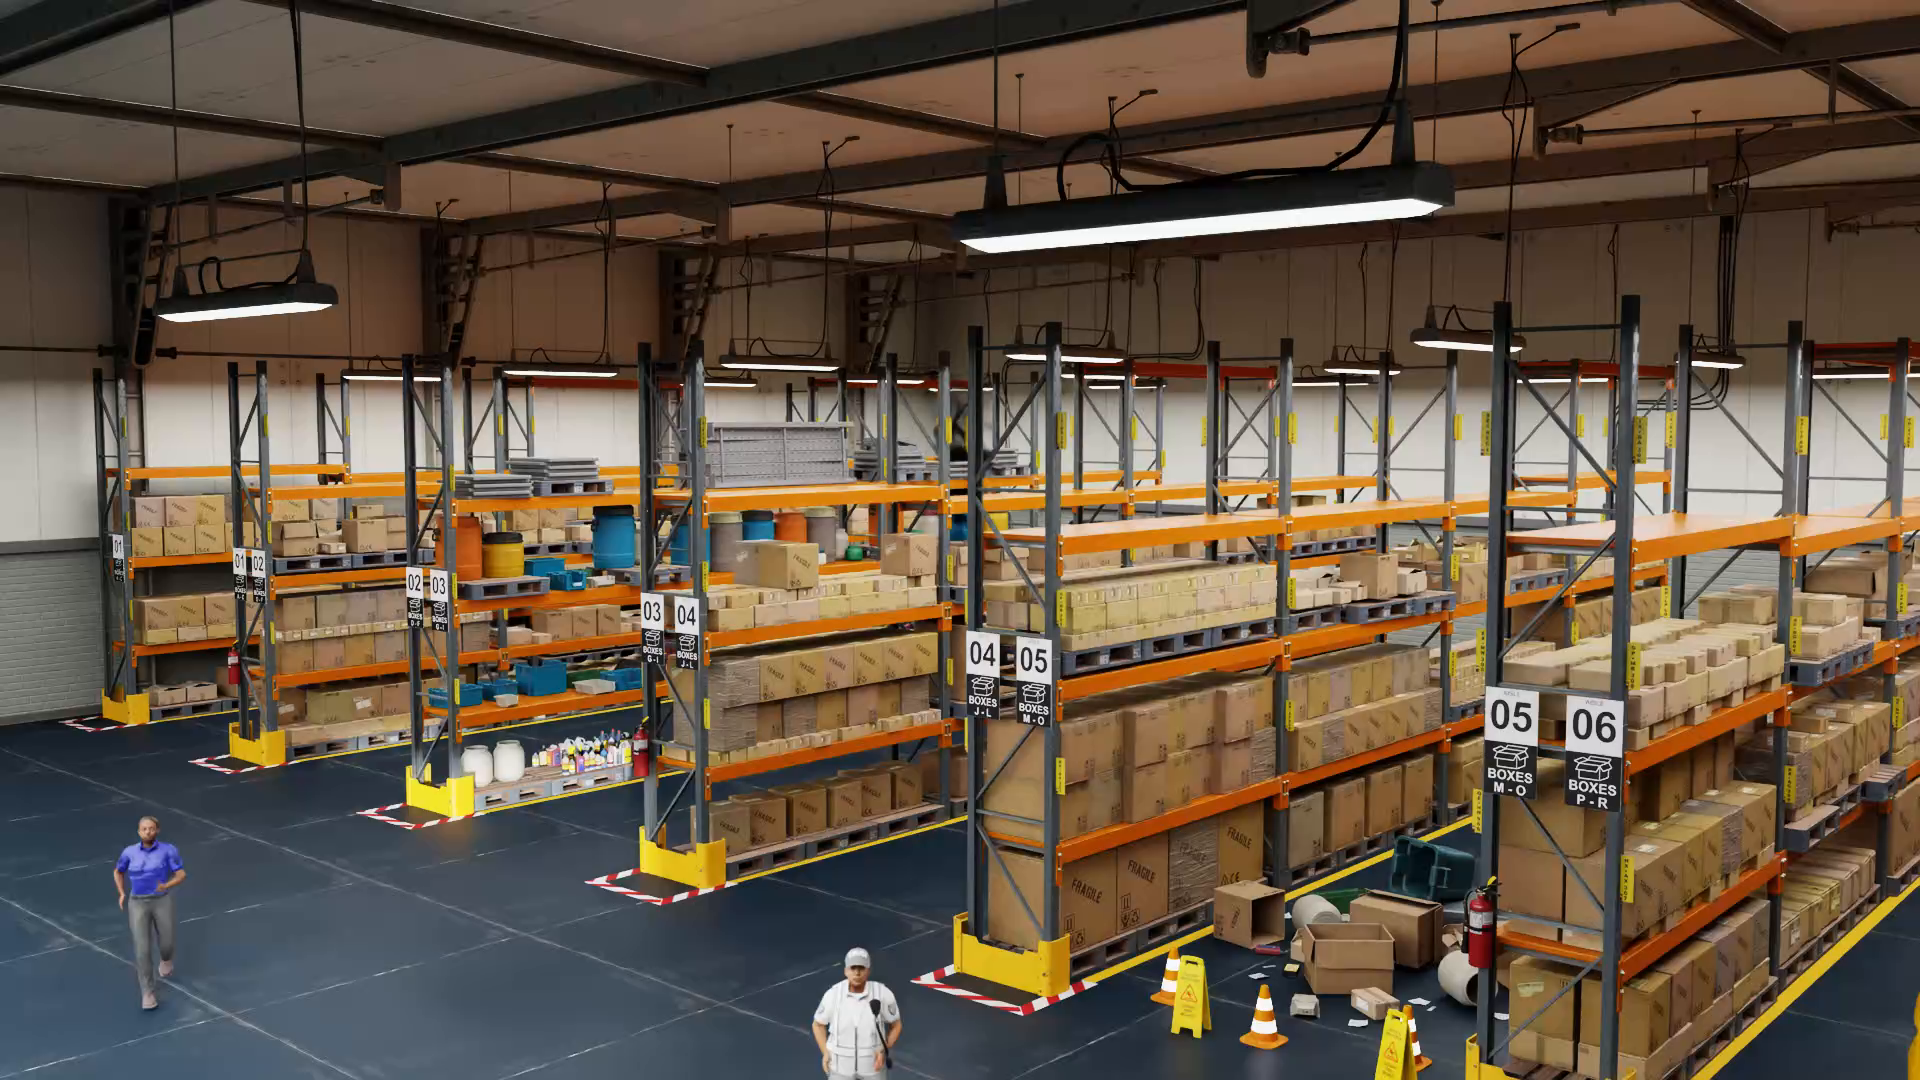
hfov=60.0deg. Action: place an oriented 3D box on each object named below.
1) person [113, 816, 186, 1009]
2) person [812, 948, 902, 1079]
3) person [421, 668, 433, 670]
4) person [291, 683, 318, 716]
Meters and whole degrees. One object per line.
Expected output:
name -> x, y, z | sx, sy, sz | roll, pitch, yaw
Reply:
person -> -7.202, 3.260, 14.790 | 0.588, 1.623, 0.822 | -2, 5, -23
person -> -0.693, 3.533, 11.180 | 0.609, 1.617, 0.629 | 0, 4, -2
person -> -9.443, 2.157, 29.537 | 0.575, 1.645, 0.914 | 3, 5, 37
person -> -10.756, 2.368, 27.171 | 0.592, 1.614, 0.561 | 4, 6, 41
